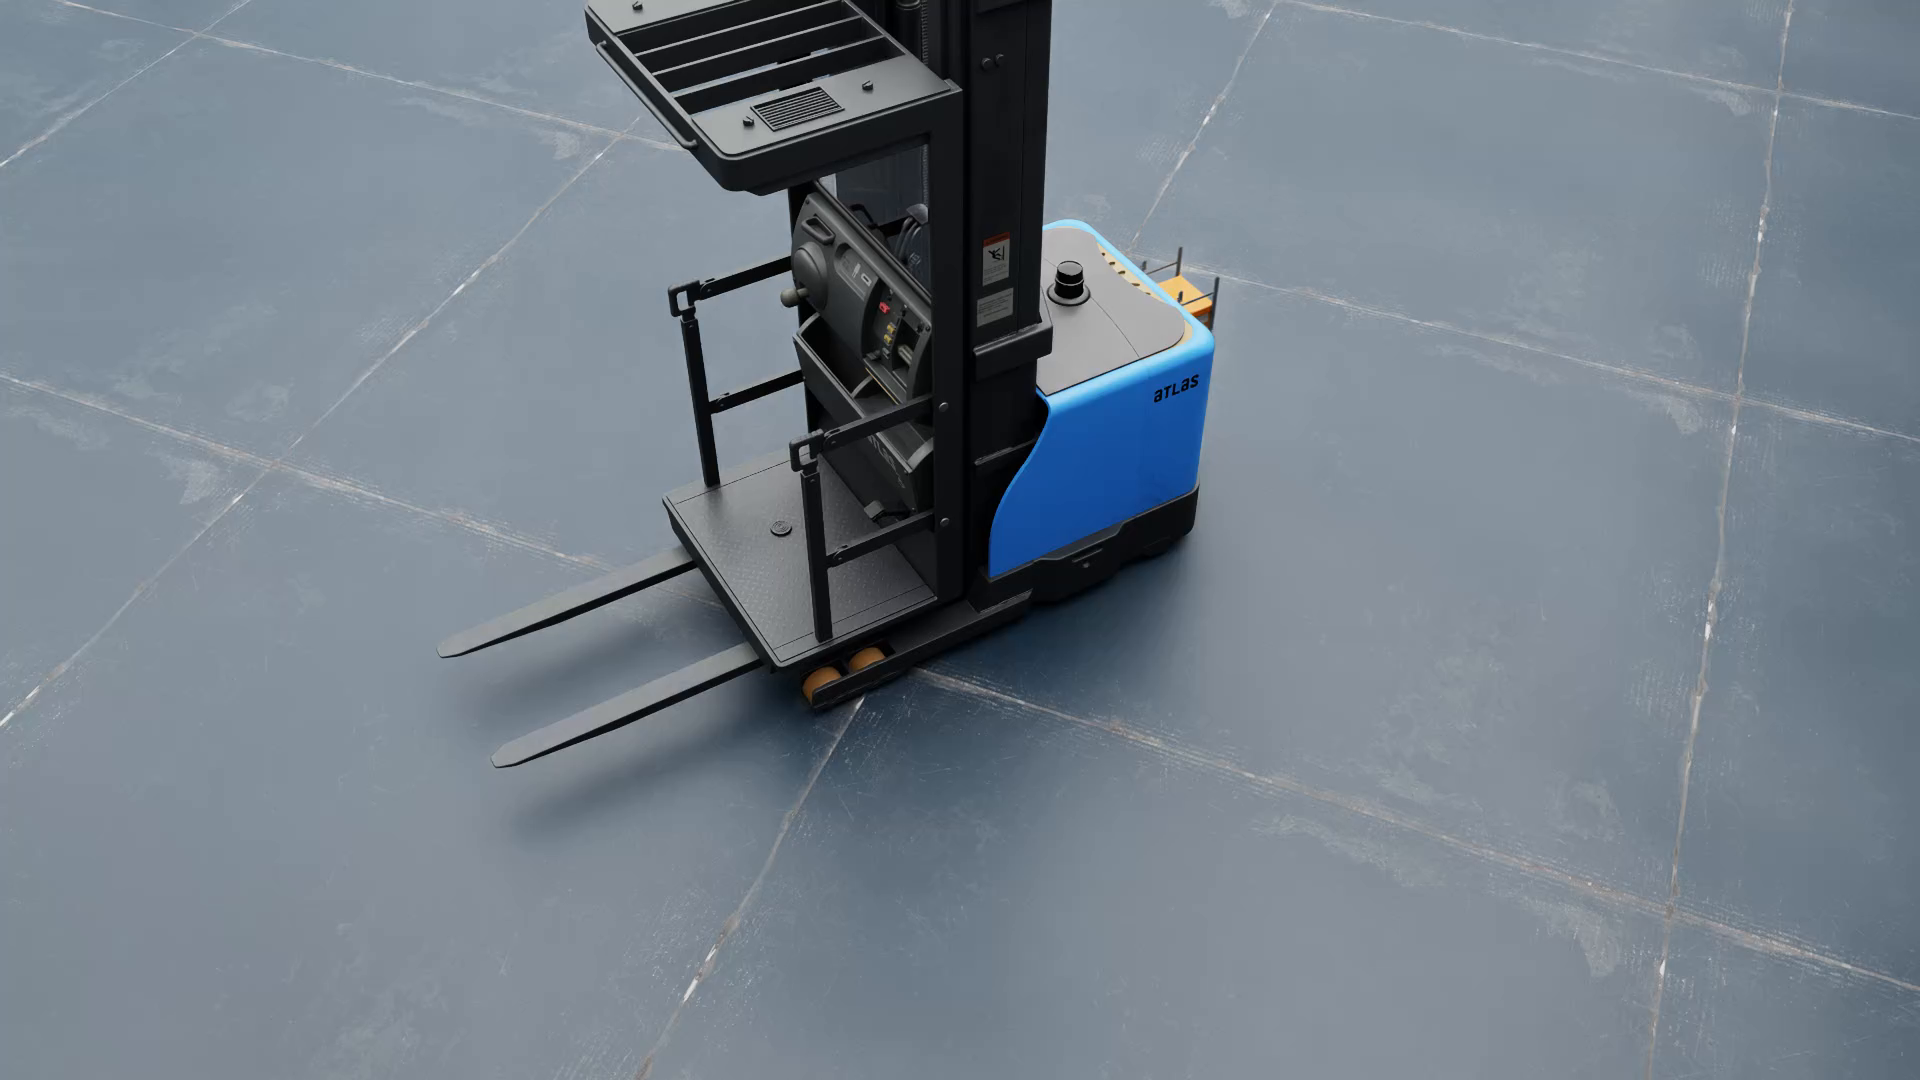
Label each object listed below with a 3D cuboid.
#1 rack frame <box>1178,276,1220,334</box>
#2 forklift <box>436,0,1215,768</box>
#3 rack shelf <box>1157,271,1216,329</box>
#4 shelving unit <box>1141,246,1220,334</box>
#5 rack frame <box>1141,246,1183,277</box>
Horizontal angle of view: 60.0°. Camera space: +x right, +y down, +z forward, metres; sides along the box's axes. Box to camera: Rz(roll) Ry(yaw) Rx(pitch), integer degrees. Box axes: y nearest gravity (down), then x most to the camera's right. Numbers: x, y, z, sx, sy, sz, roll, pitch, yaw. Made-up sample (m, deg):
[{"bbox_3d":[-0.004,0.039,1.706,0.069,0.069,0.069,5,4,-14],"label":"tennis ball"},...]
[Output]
[{"bbox_3d":[0.954,-0.647,6.995,0.200,1.050,0.008,-24,49,-22],"label":"rack frame"},{"bbox_3d":[-0.534,-0.814,5.829,3.031,2.935,1.130,-23,49,-21],"label":"forklift"},{"bbox_3d":[0.890,-0.914,6.876,0.215,0.259,0.240,-24,49,-22],"label":"rack shelf"},{"bbox_3d":[0.890,-0.721,7.069,0.215,1.050,0.252,-24,49,-22],"label":"shelving unit"},{"bbox_3d":[0.826,-0.794,7.142,0.200,1.050,0.008,-24,49,-22],"label":"rack frame"}]
